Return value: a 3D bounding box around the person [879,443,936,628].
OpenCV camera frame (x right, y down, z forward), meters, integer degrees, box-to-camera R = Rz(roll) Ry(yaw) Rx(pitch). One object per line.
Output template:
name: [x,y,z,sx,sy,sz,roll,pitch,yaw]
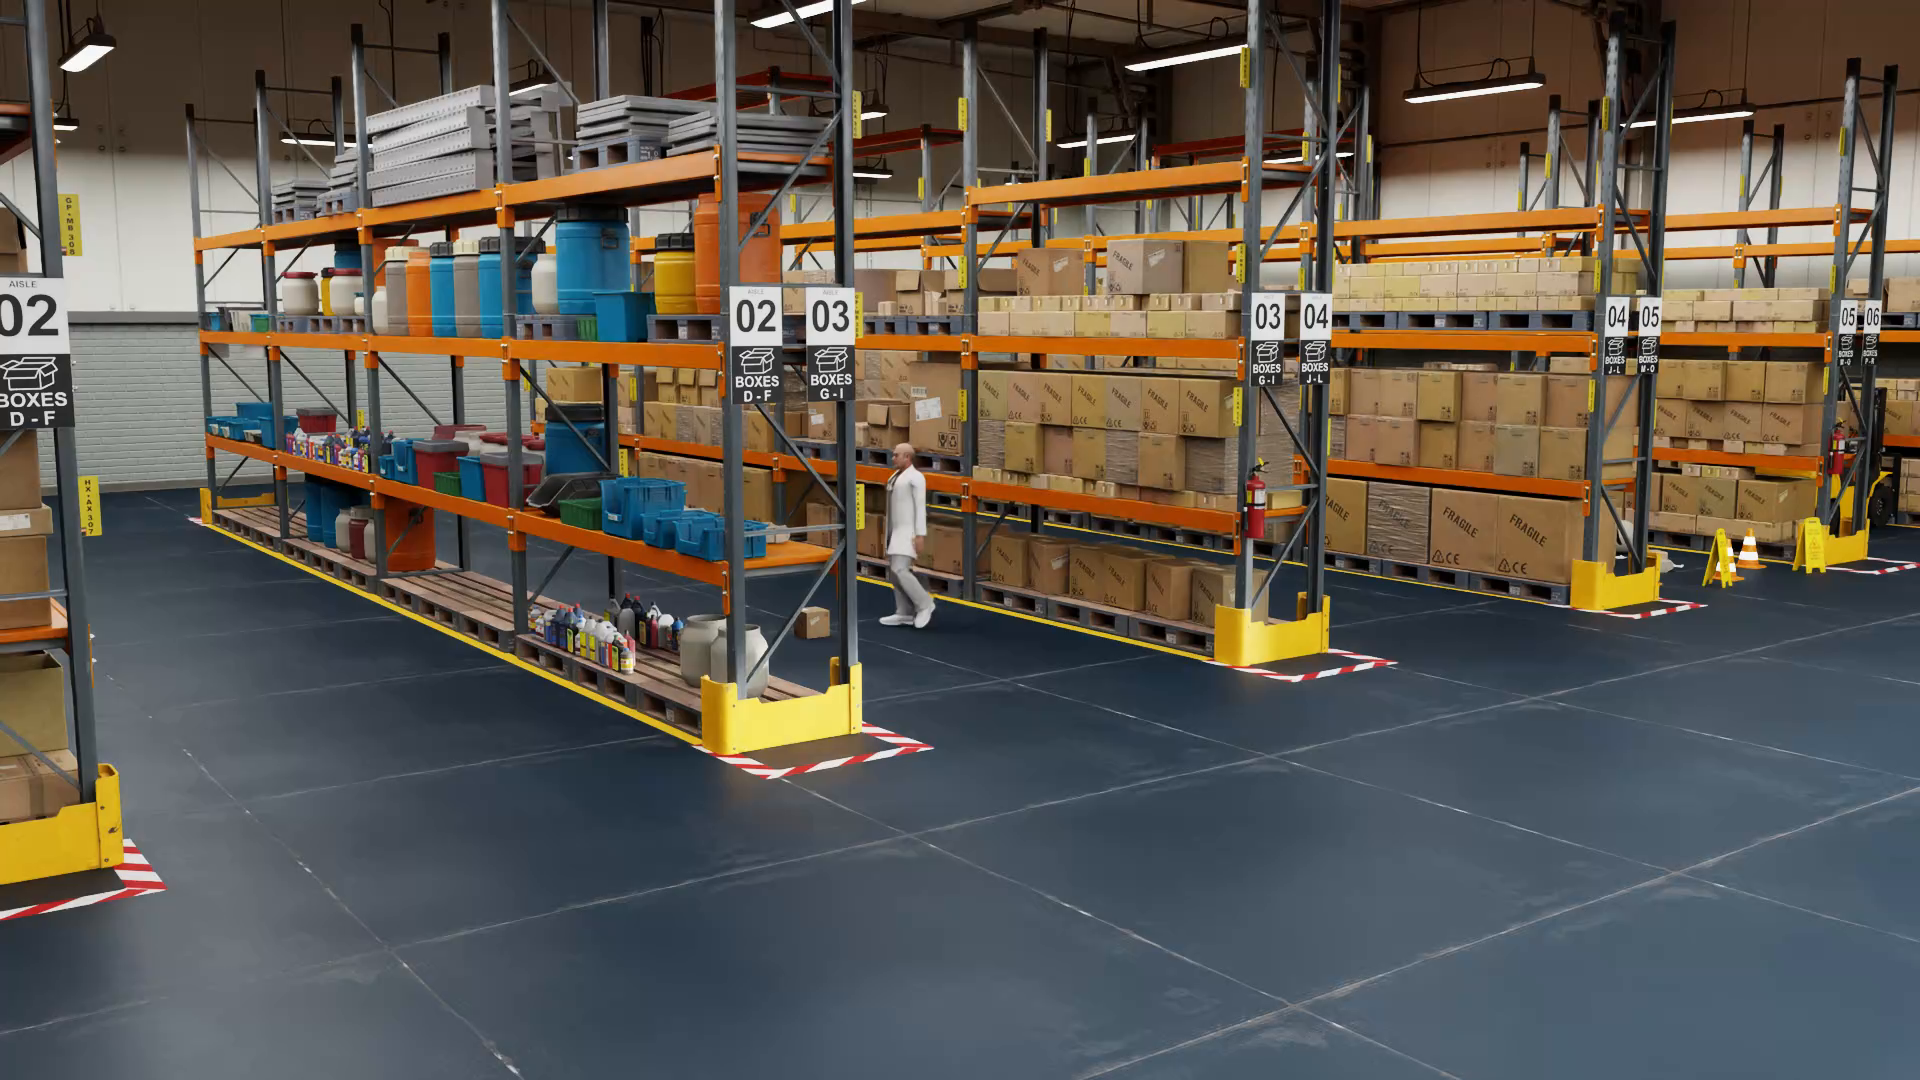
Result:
person: [-0.547,-0.049,16.095,0.479,1.776,0.646,-4,8,-26]
